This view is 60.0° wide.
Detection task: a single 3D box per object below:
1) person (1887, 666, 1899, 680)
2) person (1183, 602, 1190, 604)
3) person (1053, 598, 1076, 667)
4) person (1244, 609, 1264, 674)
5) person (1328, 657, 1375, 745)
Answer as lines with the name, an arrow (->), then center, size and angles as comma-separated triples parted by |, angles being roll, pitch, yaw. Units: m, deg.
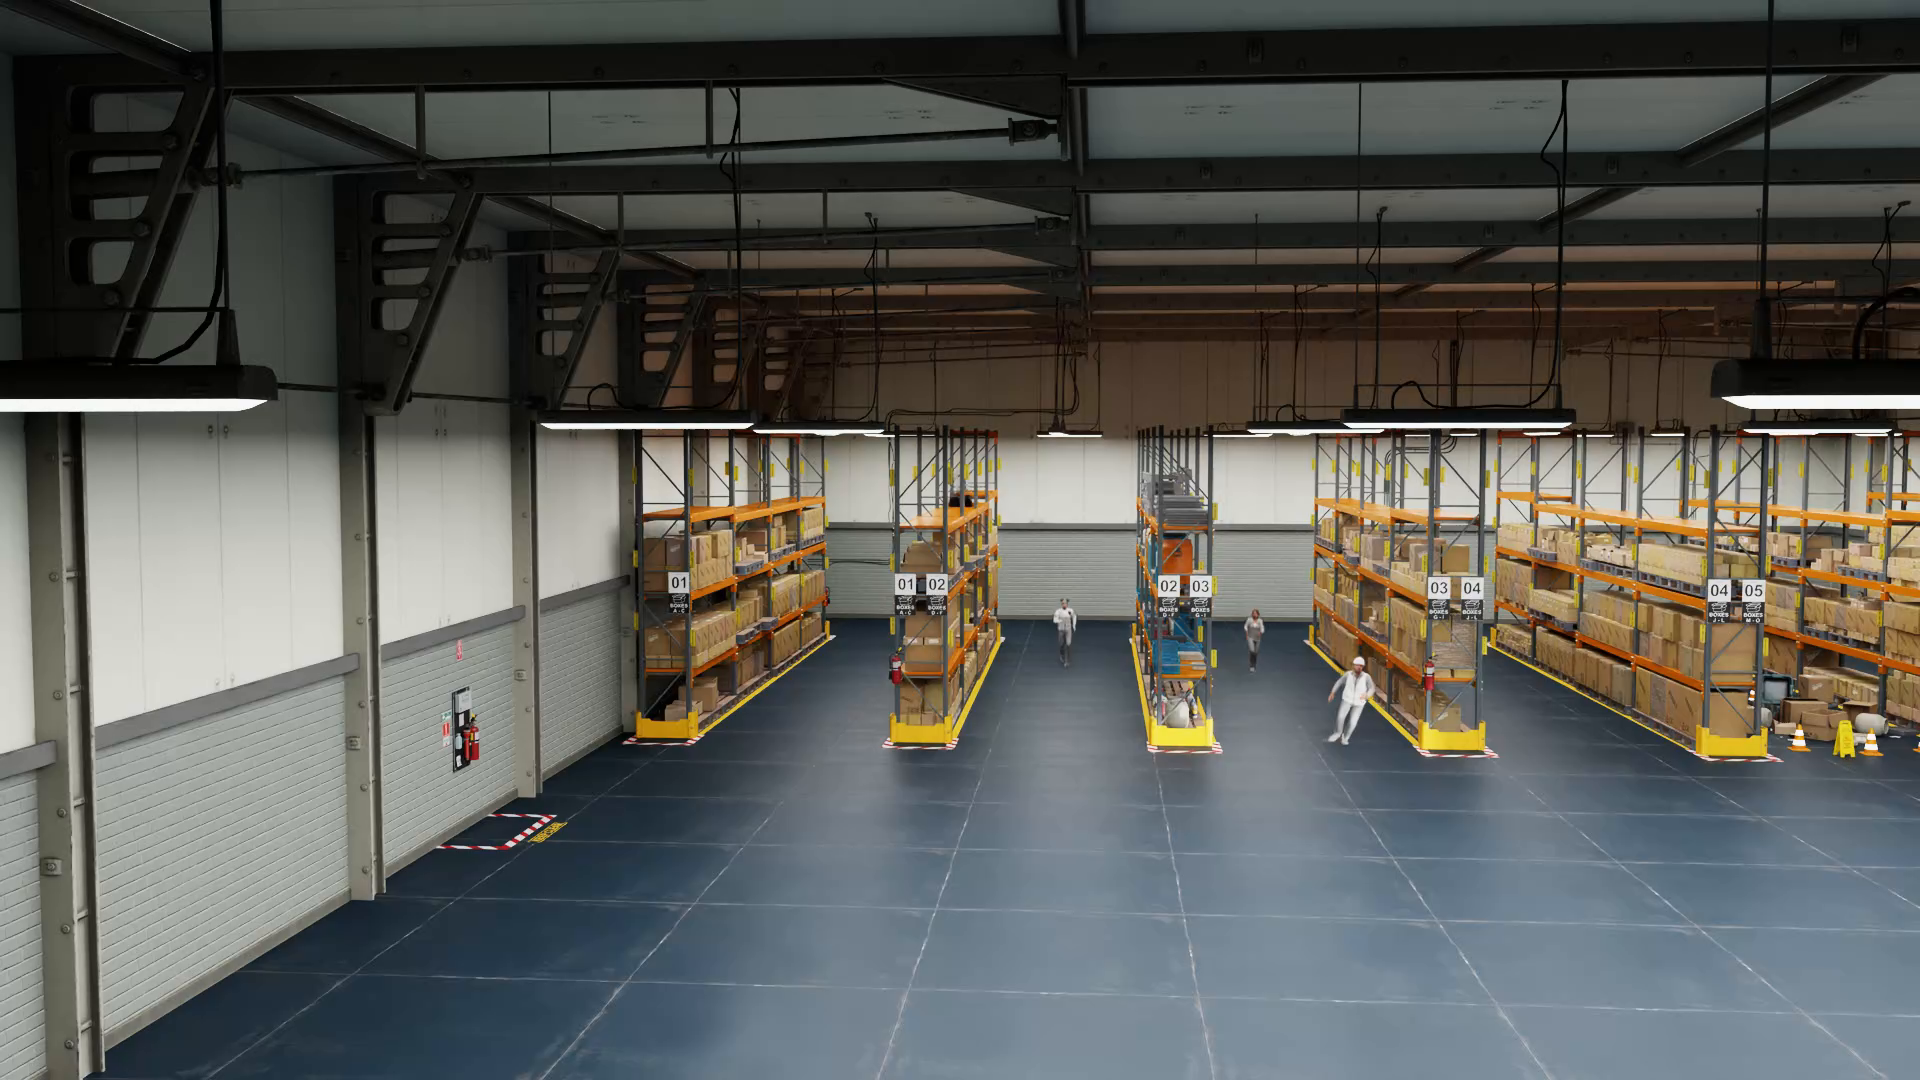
person -> 21.408, 2.613, 37.949 | 0.562, 1.635, 0.903 | 0, 3, 2
person -> 6.669, 2.037, 47.675 | 0.585, 1.669, 0.941 | -2, 4, -32
person -> 2.666, 2.338, 42.319 | 0.588, 1.741, 0.829 | 0, 3, 1
person -> 7.234, 2.484, 40.832 | 0.426, 1.606, 0.782 | 0, 3, -5
person -> 7.342, 3.023, 31.145 | 0.844, 1.674, 0.618 | 1, 3, 10
